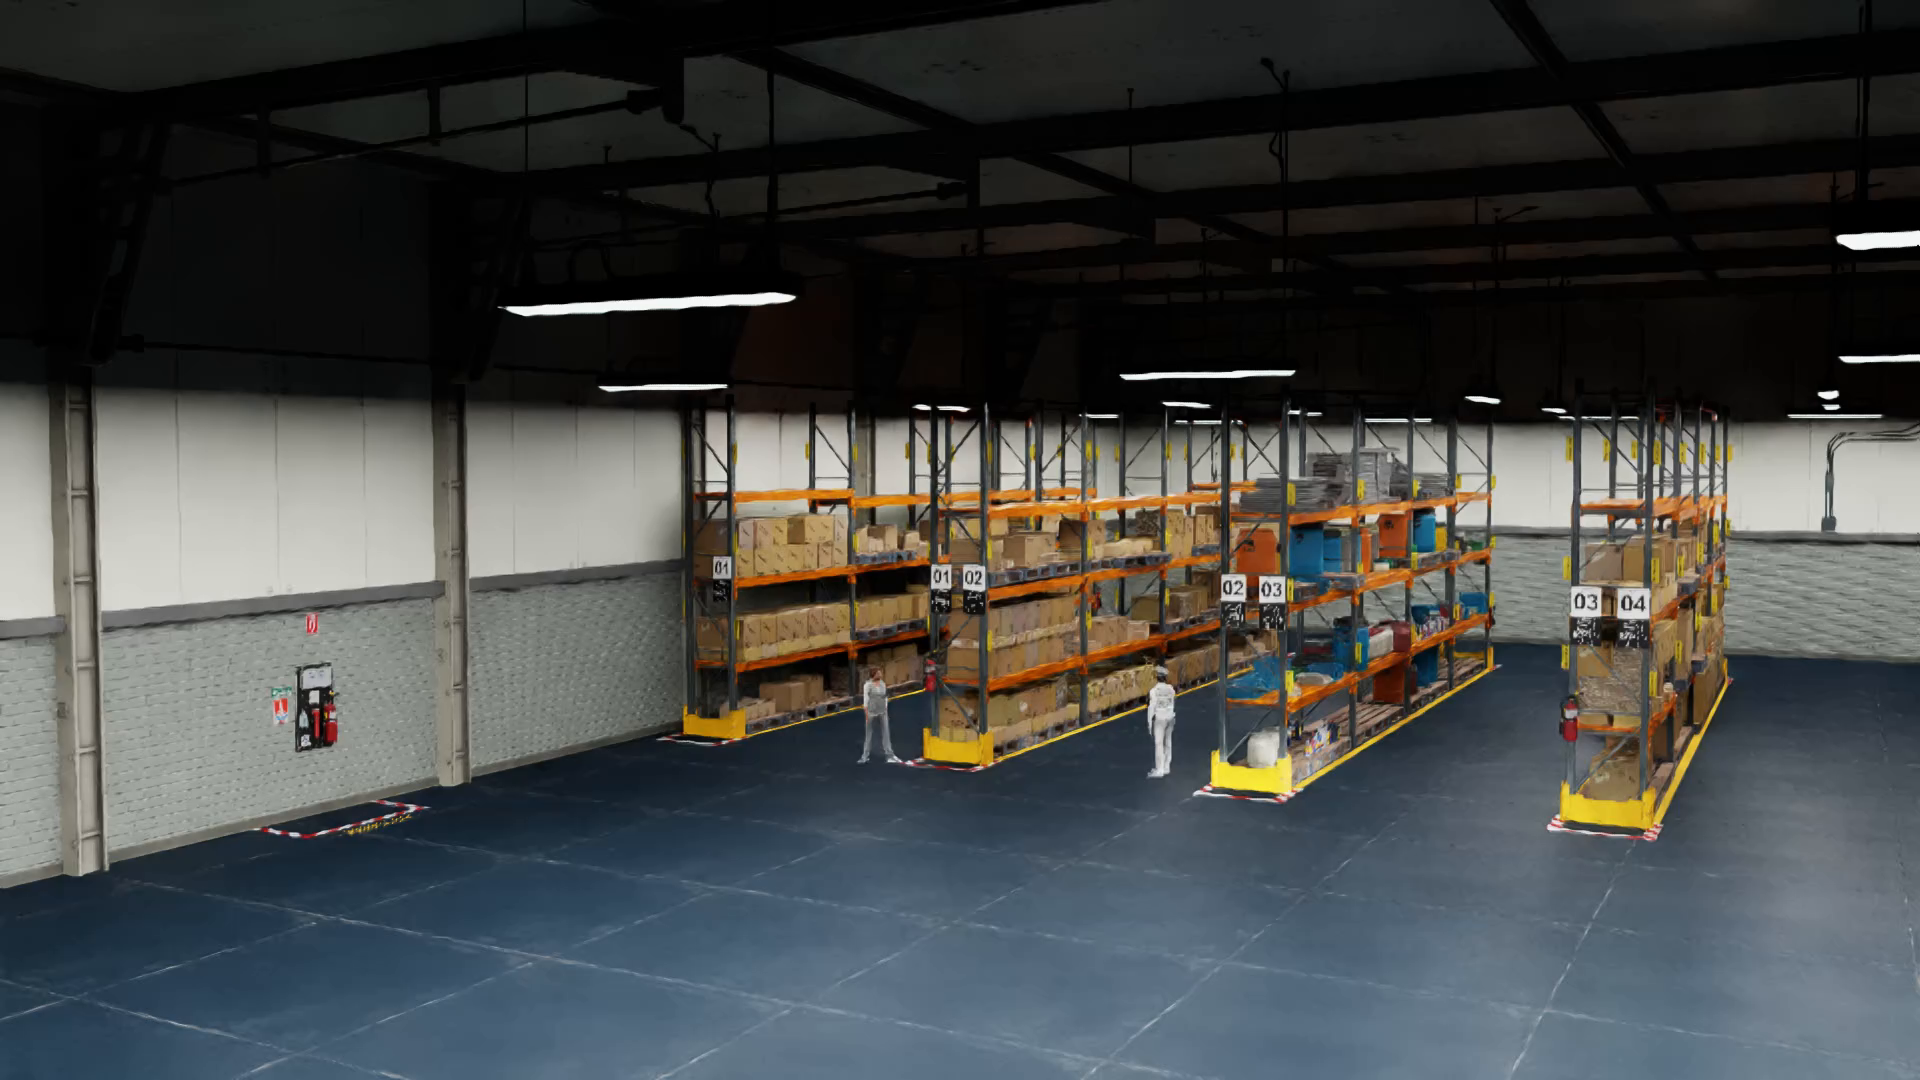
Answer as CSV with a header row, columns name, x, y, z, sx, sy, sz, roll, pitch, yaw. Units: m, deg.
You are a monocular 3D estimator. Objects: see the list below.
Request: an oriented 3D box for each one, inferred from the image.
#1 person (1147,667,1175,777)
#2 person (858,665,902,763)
name,x,y,z,sx,sy,sz,roll,pitch,yaw
person,3.082,2.804,25.663,0.514,1.677,0.459,-2,4,-31
person,-1.305,2.792,26.662,0.636,1.586,0.531,-1,3,-25
